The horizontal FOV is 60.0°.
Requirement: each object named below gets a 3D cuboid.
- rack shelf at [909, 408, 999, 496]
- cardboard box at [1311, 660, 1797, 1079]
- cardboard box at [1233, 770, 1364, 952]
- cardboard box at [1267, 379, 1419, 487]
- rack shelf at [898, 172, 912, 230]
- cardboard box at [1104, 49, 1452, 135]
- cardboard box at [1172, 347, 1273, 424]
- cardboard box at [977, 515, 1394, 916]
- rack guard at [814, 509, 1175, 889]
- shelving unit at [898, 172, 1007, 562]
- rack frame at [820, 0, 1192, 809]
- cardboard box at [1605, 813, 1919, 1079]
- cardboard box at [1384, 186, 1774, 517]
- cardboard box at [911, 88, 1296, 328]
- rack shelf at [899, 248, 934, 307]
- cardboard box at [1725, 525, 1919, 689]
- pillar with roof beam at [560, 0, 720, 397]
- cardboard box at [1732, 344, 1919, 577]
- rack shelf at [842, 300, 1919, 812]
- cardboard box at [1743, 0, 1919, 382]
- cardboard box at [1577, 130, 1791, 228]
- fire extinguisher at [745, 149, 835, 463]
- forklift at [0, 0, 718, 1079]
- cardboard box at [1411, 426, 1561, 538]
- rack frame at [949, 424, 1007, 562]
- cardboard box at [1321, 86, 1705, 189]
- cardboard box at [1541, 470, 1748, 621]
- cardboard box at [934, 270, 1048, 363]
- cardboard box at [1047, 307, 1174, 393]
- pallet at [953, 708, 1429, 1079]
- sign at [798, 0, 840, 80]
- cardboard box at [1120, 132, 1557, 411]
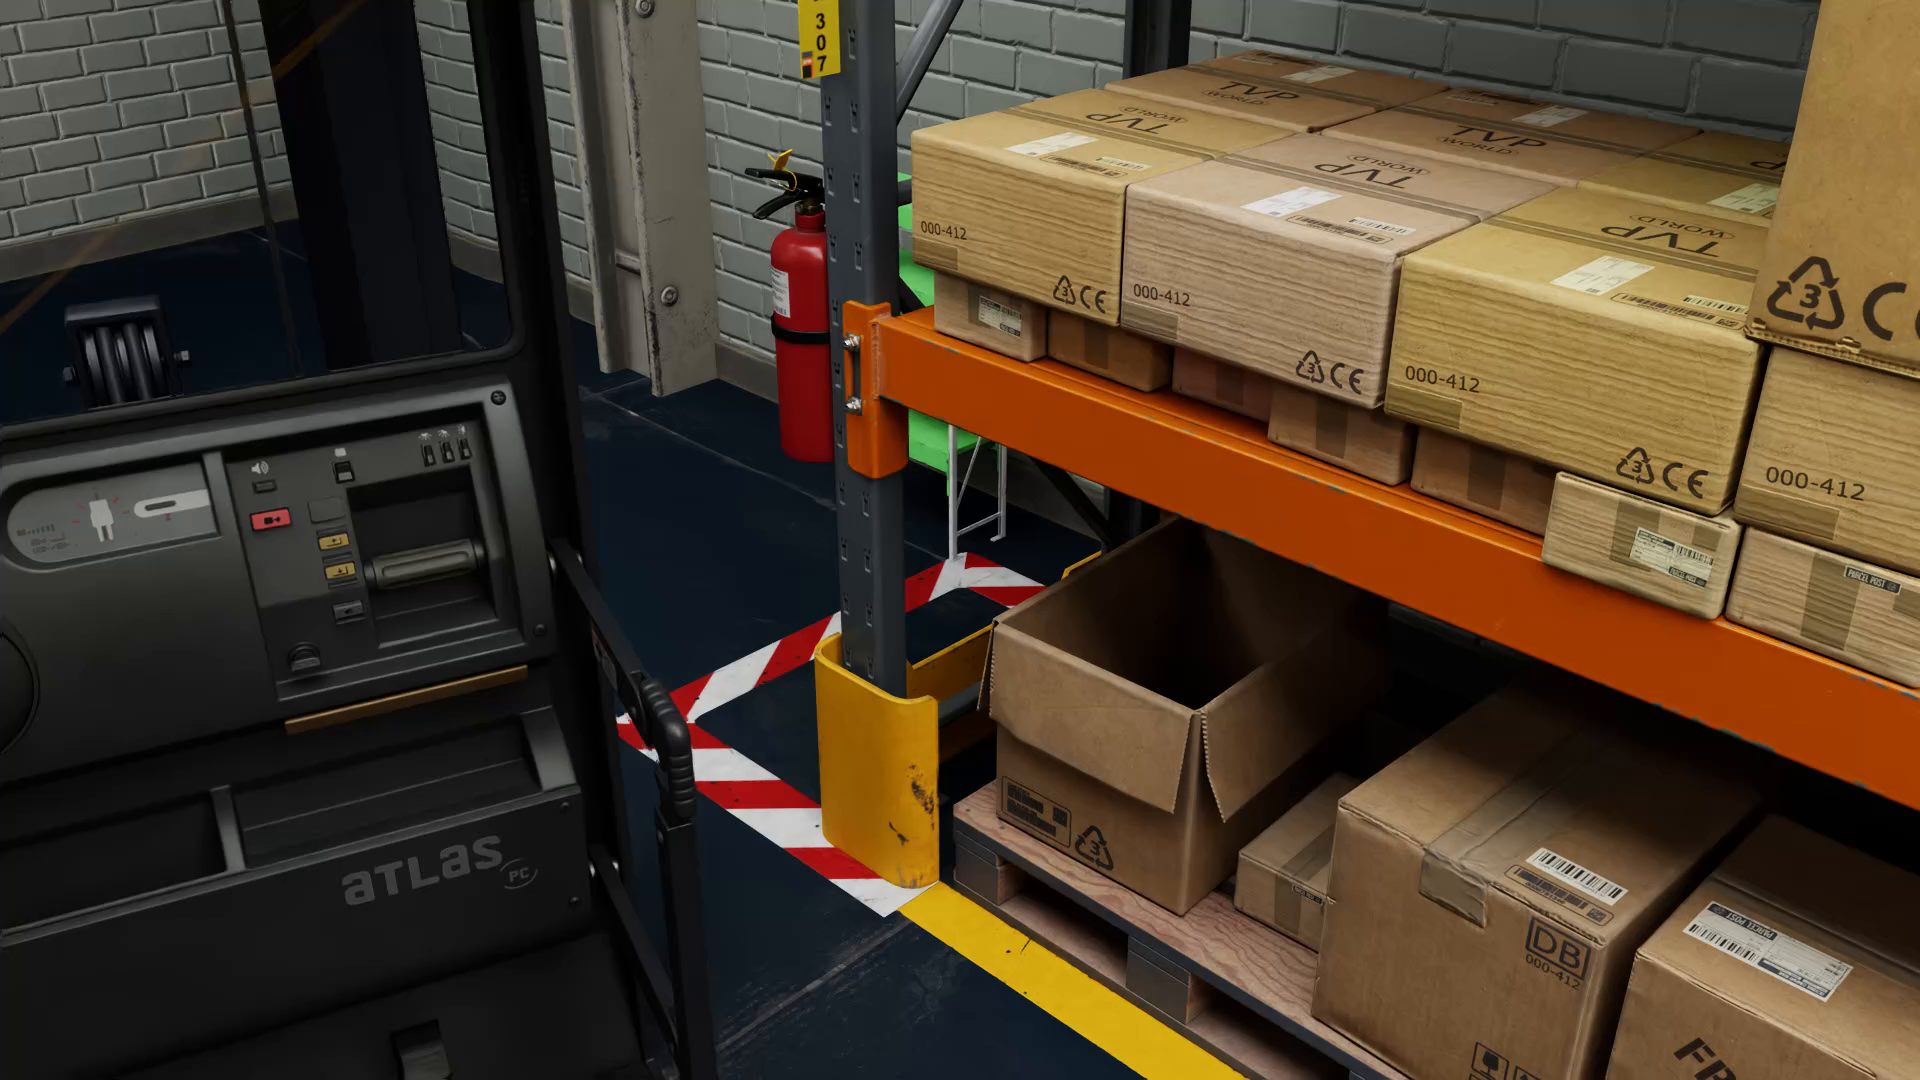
[{"bbox_3d":[-0.118,-0.316,5.215,0.480,0.148,0.258,25,36,38],"label":"rack shelf"},{"bbox_3d":[1.077,0.641,3.042,0.700,0.500,0.500,-24,36,-37],"label":"cardboard box"},{"bbox_3d":[0.771,0.656,3.391,0.250,0.149,0.380,23,35,37],"label":"cardboard box"},{"bbox_3d":[0.730,-0.248,2.769,0.380,0.149,0.250,-24,36,-38],"label":"cardboard box"},{"bbox_3d":[-0.118,-0.953,4.880,0.480,0.148,0.258,25,36,38],"label":"rack shelf"},{"bbox_3d":[0.639,-0.805,3.400,0.500,0.250,0.500,-24,36,-38],"label":"cardboard box"},{"bbox_3d":[0.593,-0.351,2.964,0.250,0.149,0.380,24,36,38],"label":"cardboard box"},{"bbox_3d":[0.495,0.348,3.597,0.637,0.503,0.797,23,35,37],"label":"cardboard box"},{"bbox_3d":[0.179,0.329,4.087,0.348,0.500,1.175,25,36,38],"label":"rack guard"},{"bbox_3d":[-0.118,-0.585,5.074,0.503,1.200,0.258,25,36,38],"label":"shelving unit"},{"bbox_3d":[0.125,-0.802,3.553,0.127,3.000,1.000,25,36,38],"label":"rack frame"},{"bbox_3d":[1.384,0.847,2.651,0.500,0.500,0.500,-24,36,-38],"label":"cardboard box"},{"bbox_3d":[0.983,-0.301,2.442,0.500,0.250,0.500,24,36,37],"label":"cardboard box"},{"bbox_3d":[0.260,-0.630,3.067,0.500,0.250,0.500,25,37,39],"label":"cardboard box"},{"bbox_3d":[-0.118,-0.741,4.992,0.480,0.148,0.258,25,36,38],"label":"rack shelf"},{"bbox_3d":[1.253,0.023,2.253,0.380,0.149,0.250,-24,36,-38],"label":"cardboard box"},{"bbox_3d":[-4.184,-3.208,1.681,0.400,9.000,9.100,25,36,38],"label":"pillar with roof beam"},{"bbox_3d":[1.363,-0.142,2.138,0.500,0.250,0.500,23,36,37],"label":"cardboard box"},{"bbox_3d":[1.551,0.169,2.479,4.000,0.370,1.077,25,36,38],"label":"rack shelf"},{"bbox_3d":[1.330,-0.473,1.962,0.500,0.500,0.500,-24,36,-38],"label":"cardboard box"},{"bbox_3d":[1.356,-0.474,2.769,0.500,0.250,0.500,-24,36,-38],"label":"cardboard box"},{"bbox_3d":[-0.304,-0.498,3.457,0.183,0.674,0.296,25,36,38],"label":"fire extinguisher"},{"bbox_3d":[-0.911,0.091,1.928,1.130,2.935,3.031,-13,30,-23],"label":"forklift"},{"bbox_3d":[0.924,-0.163,2.607,0.380,0.149,0.250,-25,36,-38],"label":"cardboard box"},{"bbox_3d":[0.056,-0.506,4.922,0.015,1.200,0.240,25,36,38],"label":"rack frame"},{"bbox_3d":[1.006,-0.637,3.080,0.500,0.250,0.500,25,36,39],"label":"cardboard box"},{"bbox_3d":[1.051,-0.056,2.403,0.250,0.149,0.380,23,36,37],"label":"cardboard box"},{"bbox_3d":[0.167,-0.493,3.234,0.250,0.149,0.380,24,36,38],"label":"cardboard box"},{"bbox_3d":[0.381,-0.425,3.105,0.380,0.149,0.250,-24,36,-38],"label":"cardboard box"},{"bbox_3d":[0.749,0.717,3.660,1.213,0.211,1.003,25,36,38],"label":"pallet"},{"bbox_3d":[-0.255,-1.005,3.009,0.005,0.325,0.100,25,36,38],"label":"sign"},{"bbox_3d":[0.620,-0.466,2.754,0.500,0.250,0.500,-25,37,-39],"label":"cardboard box"}]
